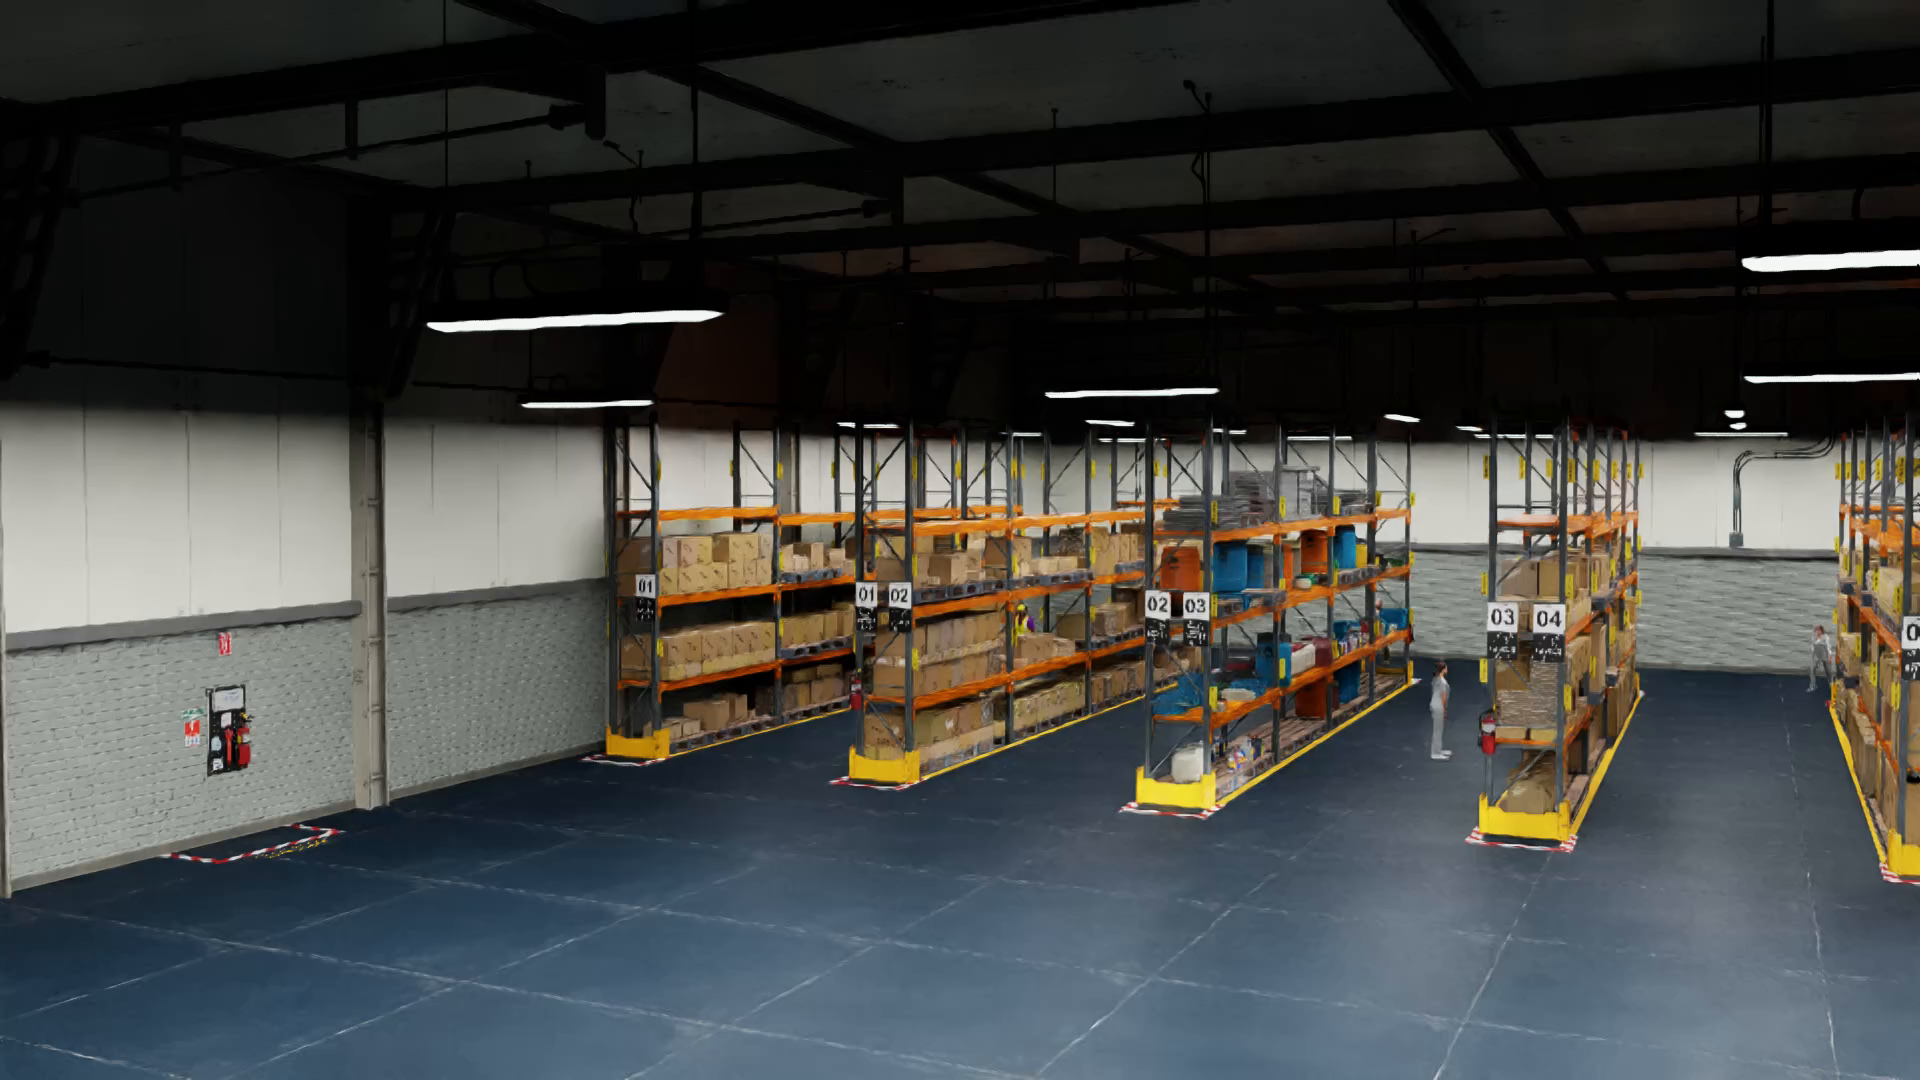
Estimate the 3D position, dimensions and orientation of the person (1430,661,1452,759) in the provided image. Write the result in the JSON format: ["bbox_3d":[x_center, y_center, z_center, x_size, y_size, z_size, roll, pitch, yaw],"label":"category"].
[{"bbox_3d":[8.373,2.936,28.854,0.451,1.675,0.540,0,2,-4],"label":"person"}]

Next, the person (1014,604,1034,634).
[{"bbox_3d":[1.557,2.432,40.781,0.591,1.716,1.042,1,3,24],"label":"person"}]

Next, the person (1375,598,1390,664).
[{"bbox_3d":[10.689,2.343,42.447,0.575,1.714,1.104,2,3,35],"label":"person"}]

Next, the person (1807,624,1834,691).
[{"bbox_3d":[19.485,2.647,37.569,0.867,1.531,0.455,-2,3,-44],"label":"person"}]
